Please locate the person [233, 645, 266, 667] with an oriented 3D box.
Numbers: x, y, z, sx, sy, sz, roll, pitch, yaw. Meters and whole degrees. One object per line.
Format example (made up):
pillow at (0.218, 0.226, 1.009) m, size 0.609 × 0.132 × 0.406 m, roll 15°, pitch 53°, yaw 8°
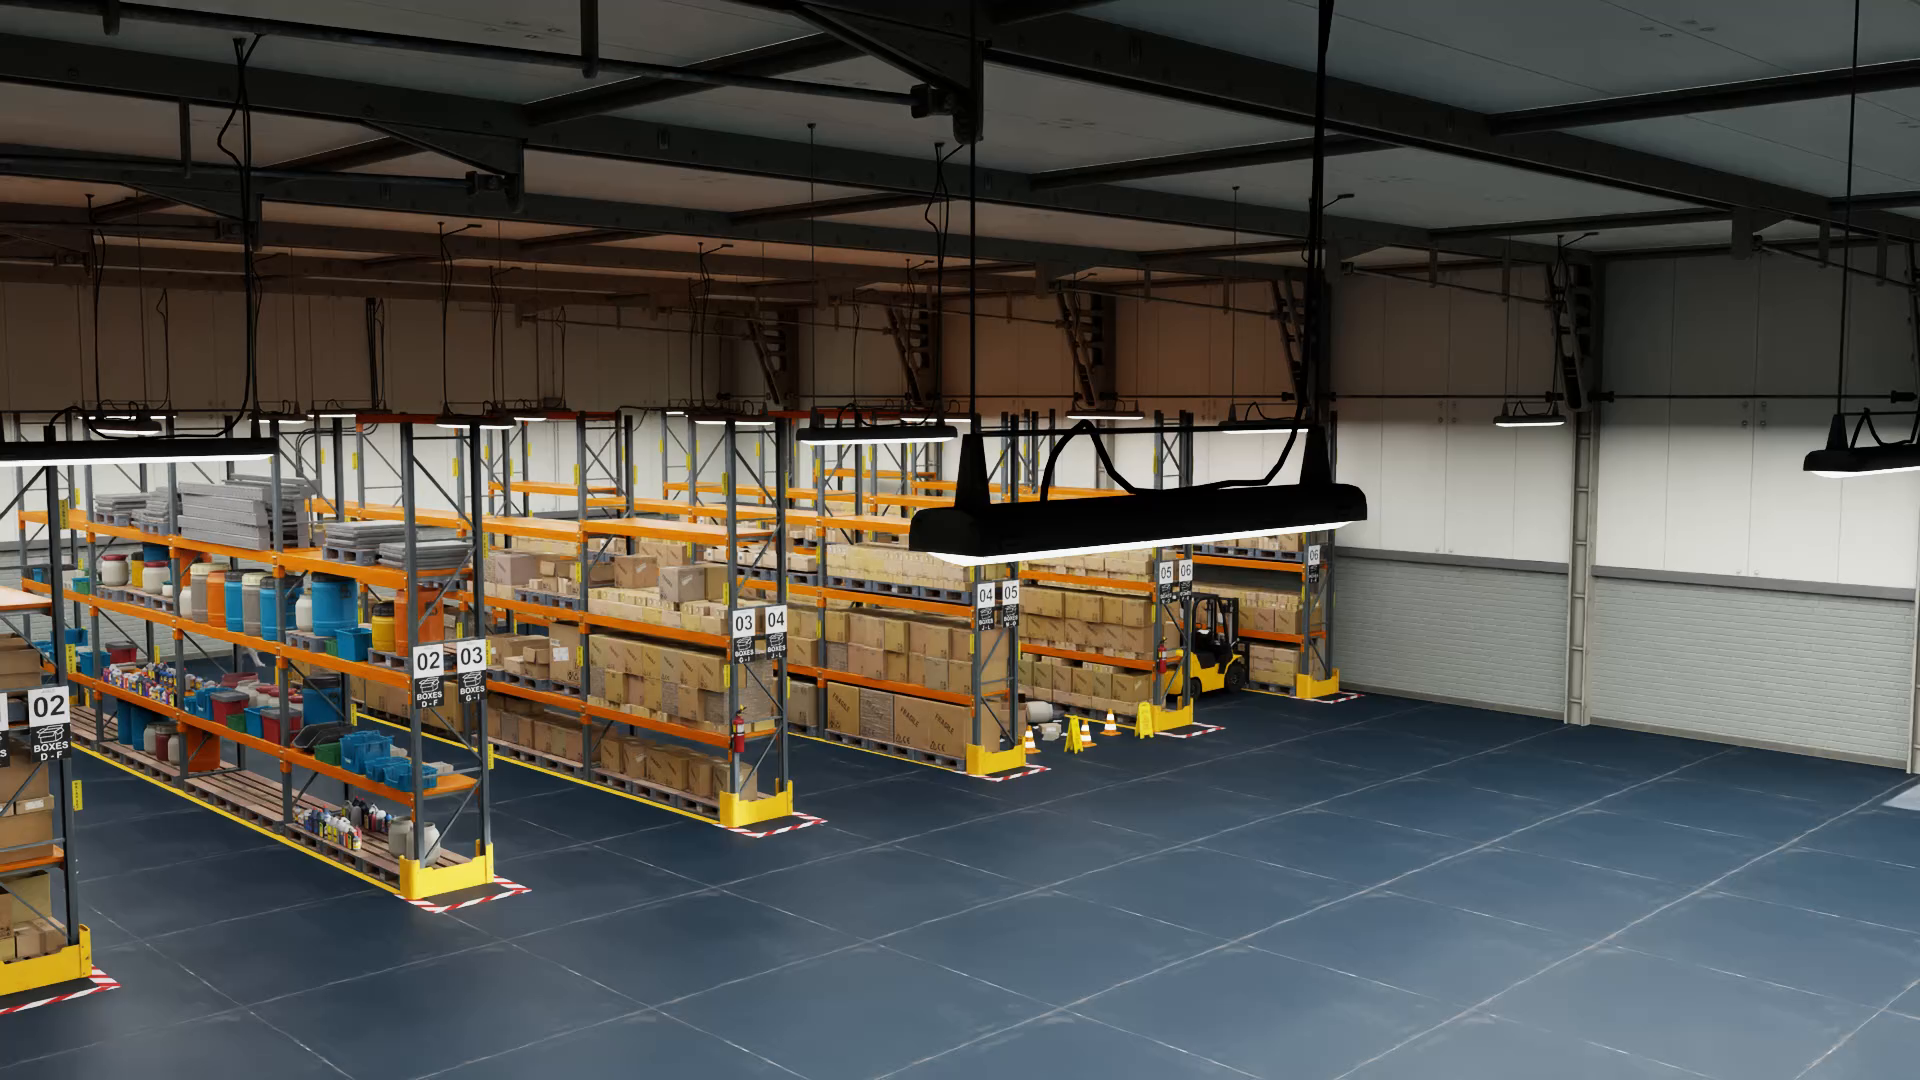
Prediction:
person at (-16.586, 2.135, 38.775) m, size 1.069 × 1.607 × 0.477 m, roll 2°, pitch 5°, yaw 18°
